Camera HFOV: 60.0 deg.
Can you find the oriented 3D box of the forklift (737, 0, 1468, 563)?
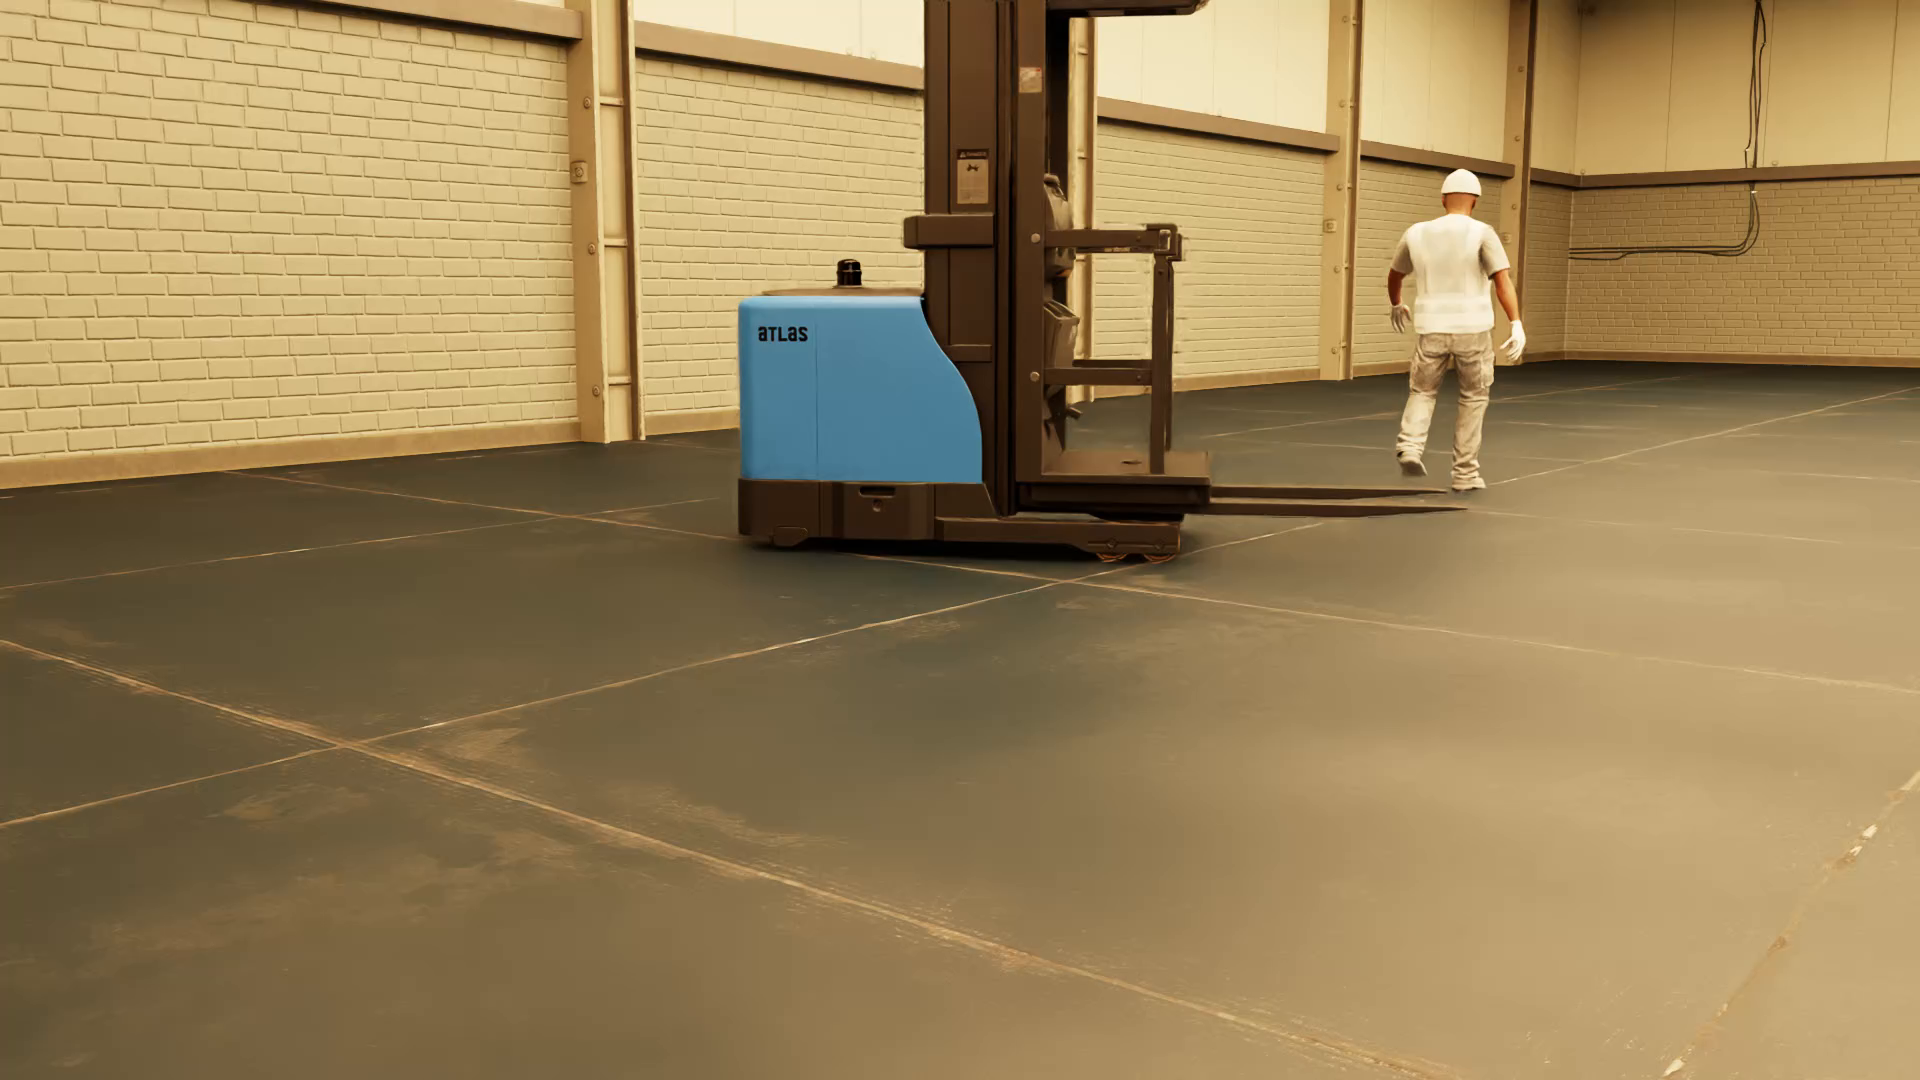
[{"bbox_3d":[0.613,-1.439,7.116,3.031,2.935,1.130,1,8,9],"label":"forklift"}]

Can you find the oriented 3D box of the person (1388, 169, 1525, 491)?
[{"bbox_3d":[2.727,-1.155,9.202,0.864,1.764,0.649,5,10,32],"label":"person"}]
